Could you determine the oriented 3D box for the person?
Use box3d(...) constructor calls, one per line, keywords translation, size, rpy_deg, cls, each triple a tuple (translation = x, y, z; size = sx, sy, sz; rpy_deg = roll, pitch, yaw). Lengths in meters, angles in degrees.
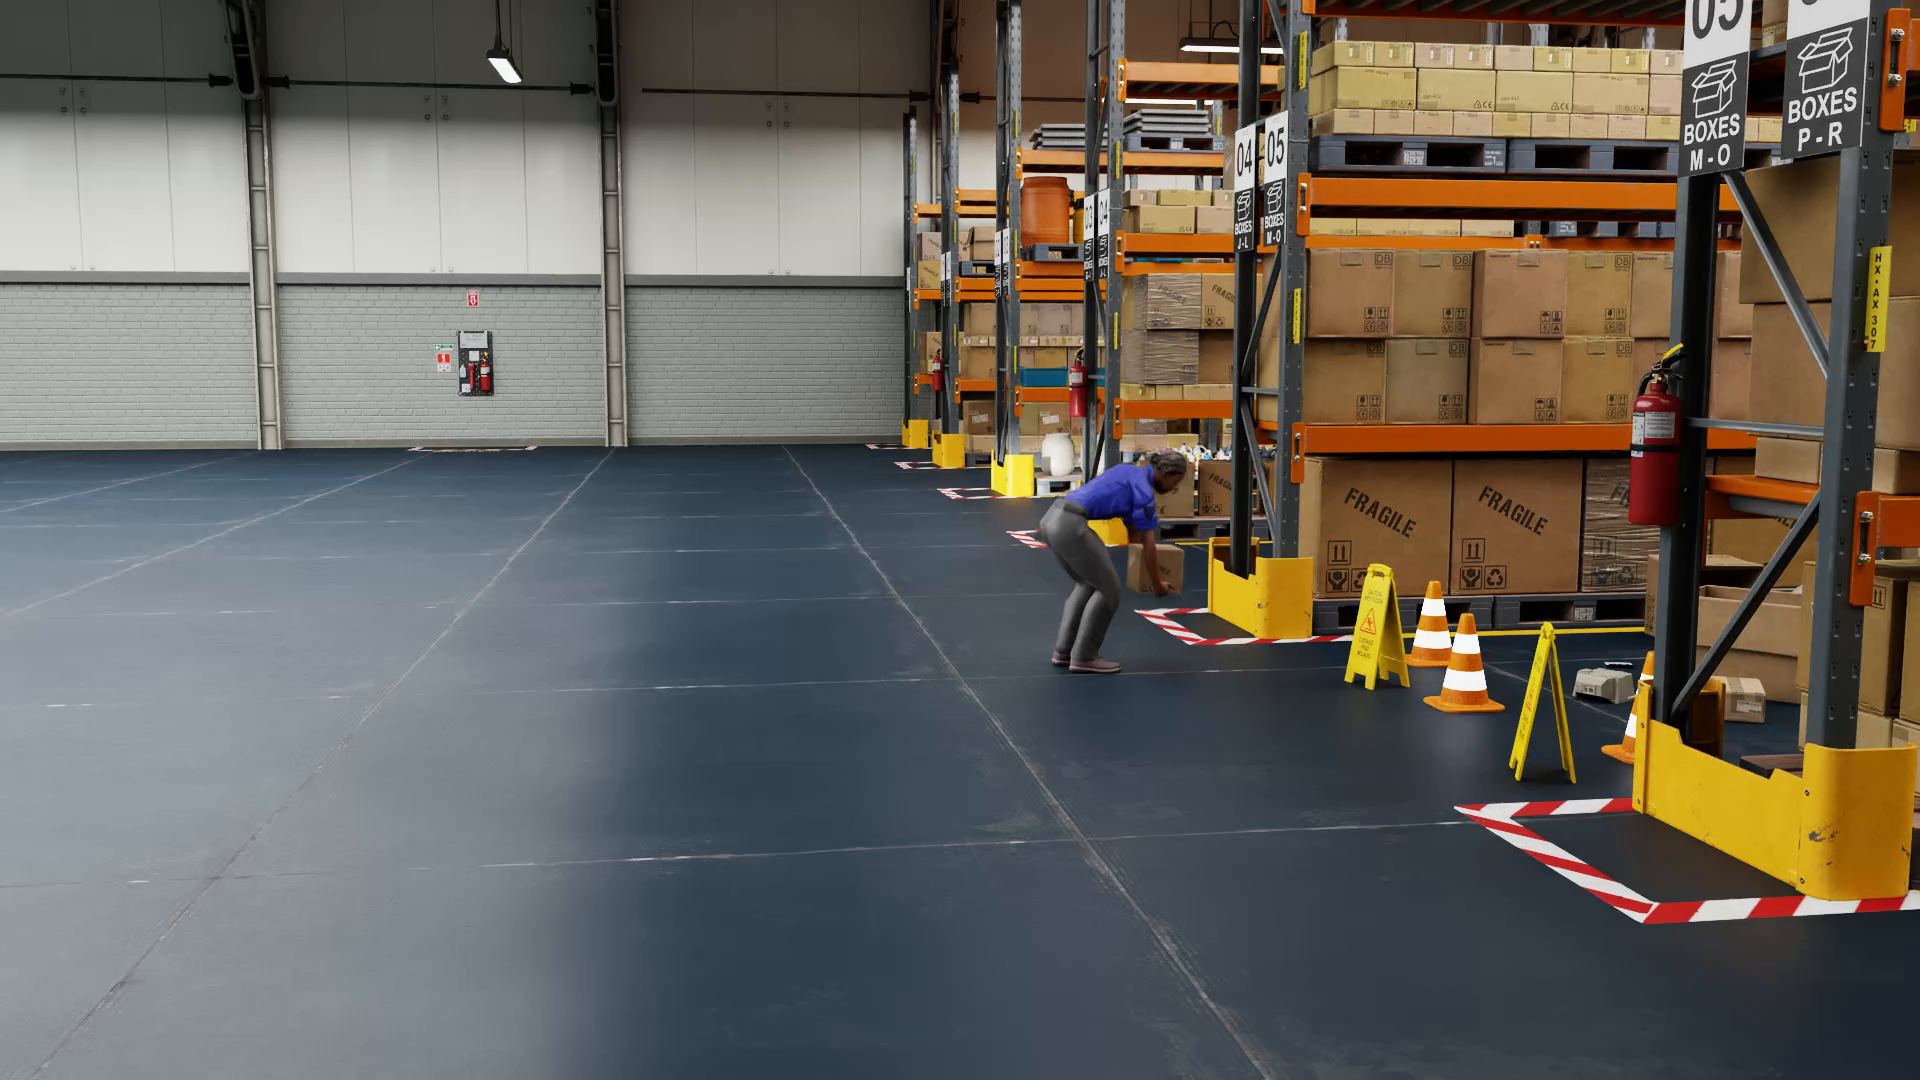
box3d(translation=(0.760, 0.153, 9.250), size=(0.625, 1.148, 0.422), rpy_deg=(-1, 7, -11), cls="person")
